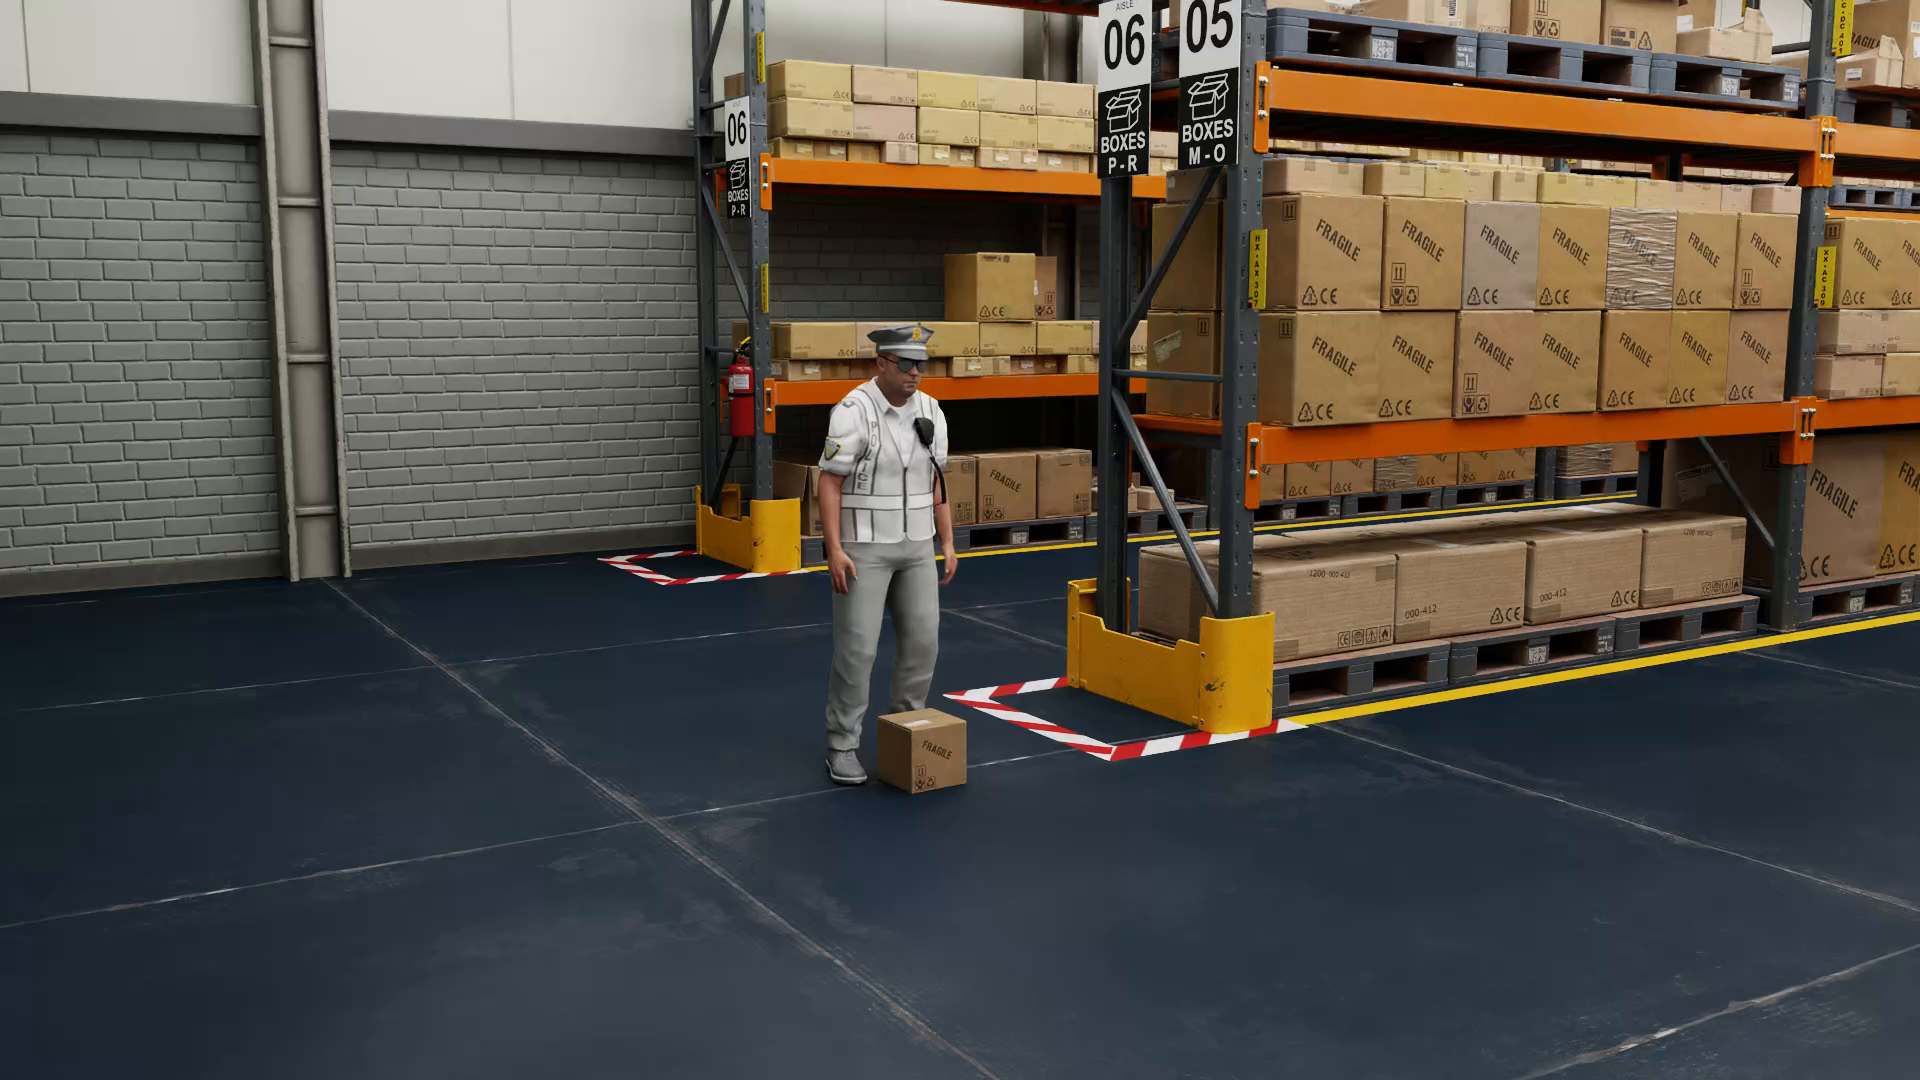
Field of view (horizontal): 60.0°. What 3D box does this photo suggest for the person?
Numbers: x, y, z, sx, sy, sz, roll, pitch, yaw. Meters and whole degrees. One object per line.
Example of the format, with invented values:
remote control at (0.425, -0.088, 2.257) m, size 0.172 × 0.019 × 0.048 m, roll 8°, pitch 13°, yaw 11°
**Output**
person at (-0.294, 0.034, 6.541) m, size 0.605 × 1.751 × 0.433 m, roll -5°, pitch 10°, yaw -34°
